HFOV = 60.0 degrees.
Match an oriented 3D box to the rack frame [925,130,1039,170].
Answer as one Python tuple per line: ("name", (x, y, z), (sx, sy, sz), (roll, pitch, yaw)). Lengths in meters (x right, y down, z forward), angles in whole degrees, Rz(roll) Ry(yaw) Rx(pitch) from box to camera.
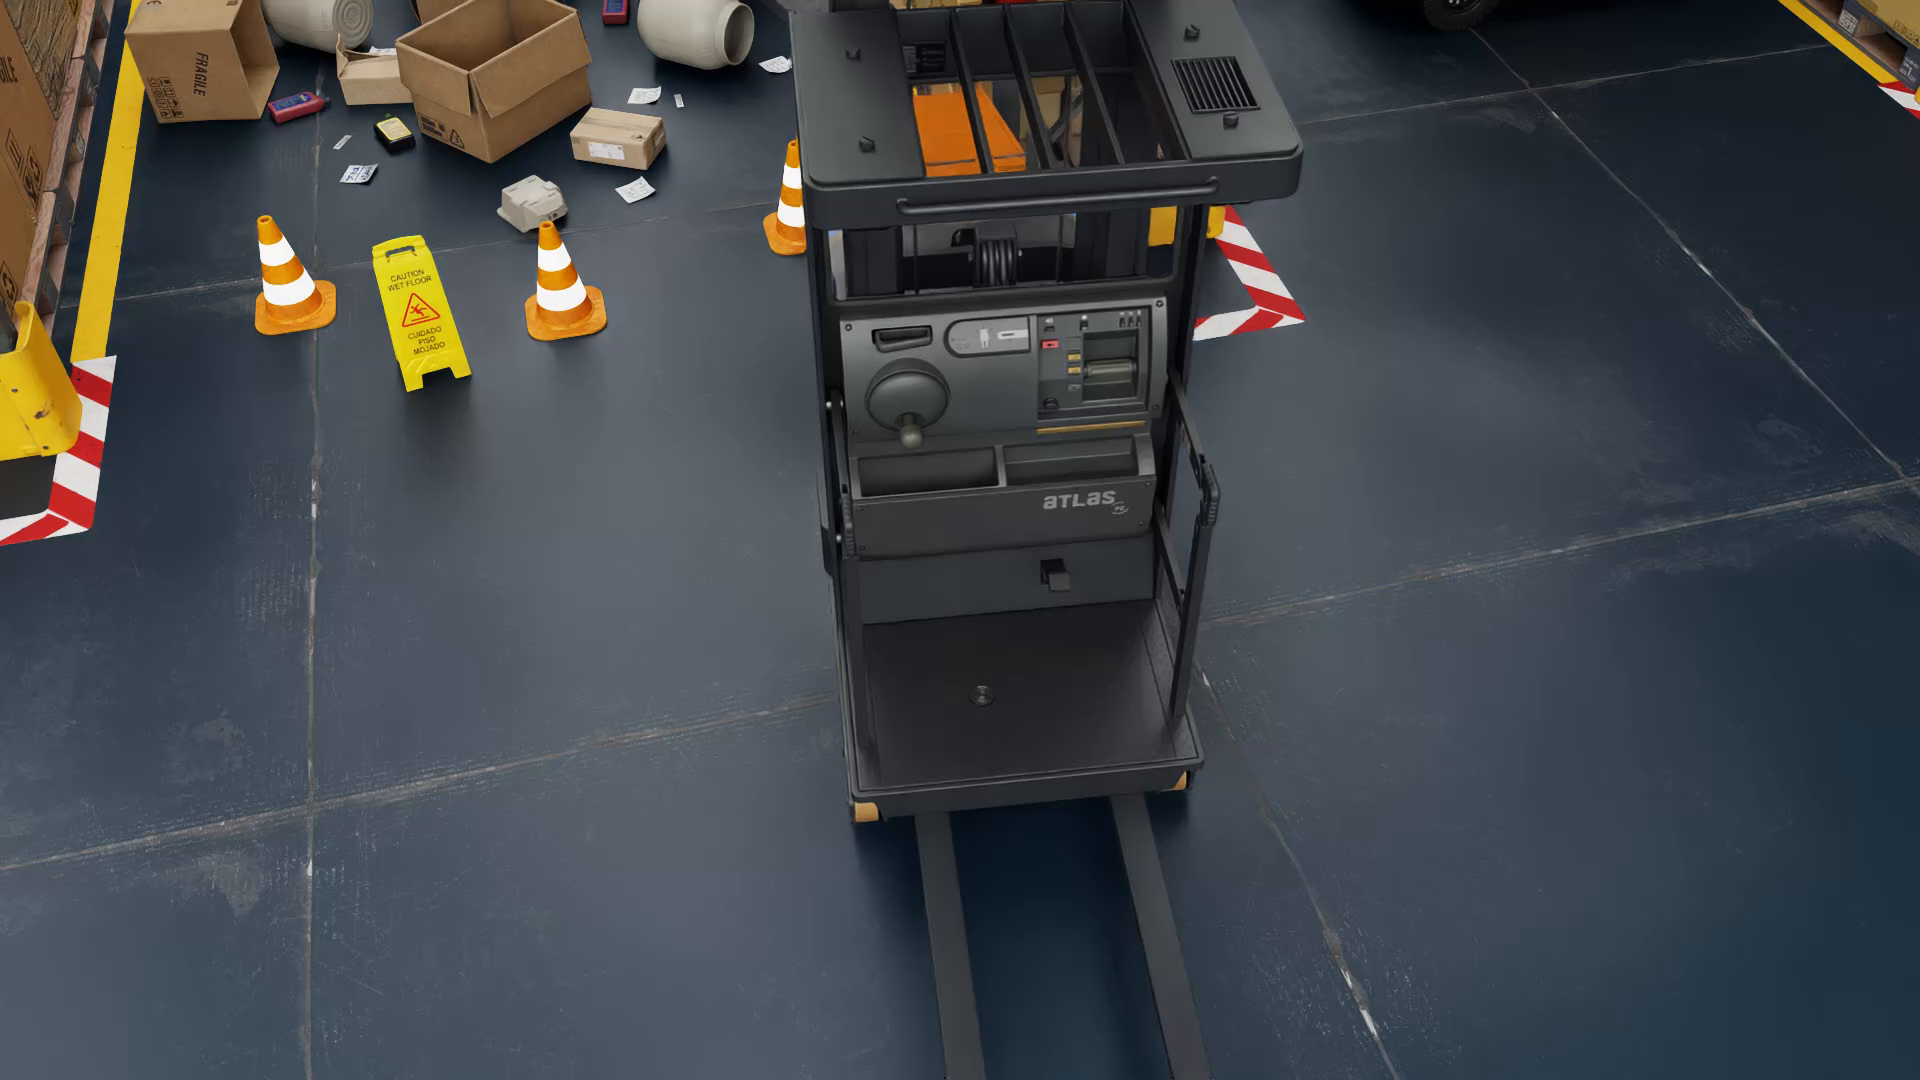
("rack frame", (0.048, -0.933, 6.109), (0.500, 1.125, 0.032), (-8, 33, -8))

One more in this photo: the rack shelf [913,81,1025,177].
("rack shelf", (-0.059, -1.447, 6.369), (0.538, 0.278, 1.000), (-8, 33, -8))

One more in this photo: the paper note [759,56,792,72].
("paper note", (-0.951, -2.478, 8.658), (0.142, 0.019, 0.148), (-26, 51, -24))

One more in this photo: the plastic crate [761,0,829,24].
("plastic crate", (-0.780, -2.912, 9.048), (0.402, 0.080, 0.583), (-26, 51, -24))

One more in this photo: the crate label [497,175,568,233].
("crate label", (-1.969, -1.559, 7.682), (0.250, 0.136, 0.298), (-35, 55, -30))

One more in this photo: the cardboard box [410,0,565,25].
("cardboard box", (-2.509, -2.974, 8.717), (0.797, 0.637, 0.503), (-11, 47, -10))

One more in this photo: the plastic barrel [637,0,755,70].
("plastic barrel", (-1.357, -2.654, 8.554), (0.512, 0.421, 0.421), (19, 48, 17))

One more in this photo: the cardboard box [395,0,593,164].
("cardboard box", (-2.262, -2.282, 8.134), (0.637, 0.503, 0.797), (27, 51, 24))

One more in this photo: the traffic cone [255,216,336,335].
("traffic cone", (-2.887, -1.170, 7.072), (0.336, 0.463, 0.334), (-11, 47, -10))

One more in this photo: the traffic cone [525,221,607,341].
("traffic cone", (-1.708, -1.141, 7.045), (0.336, 0.463, 0.334), (-11, 47, -10))

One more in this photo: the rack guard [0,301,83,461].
("rack guard", (-4.118, -0.540, 6.429), (1.175, 0.500, 0.348), (-11, 47, -10))

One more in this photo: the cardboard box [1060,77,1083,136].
("cardboard box", (0.696, -2.198, 7.935), (0.500, 0.250, 0.500), (-11, 47, -11))

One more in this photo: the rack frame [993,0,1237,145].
("rack frame", (0.635, -2.406, 6.508), (1.000, 3.000, 0.127), (-11, 47, -10))

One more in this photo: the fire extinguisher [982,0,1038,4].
("fire extinguisher", (0.219, -2.216, 6.375), (0.296, 0.674, 0.183), (-11, 47, -10))

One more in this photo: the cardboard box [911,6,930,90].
("cardboard box", (0.043, -2.459, 8.190), (0.500, 0.250, 0.500), (-11, 47, -10))

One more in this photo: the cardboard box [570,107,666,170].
("cardboard box", (-1.653, -1.943, 8.050), (0.380, 0.149, 0.250), (11, 47, 11))

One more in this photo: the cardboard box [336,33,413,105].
("cardboard box", (-2.928, -2.386, 8.402), (0.396, 0.266, 0.258), (-3, 46, -3))

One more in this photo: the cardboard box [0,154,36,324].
("cardboard box", (-4.362, -1.291, 6.608), (0.875, 0.875, 0.875), (-10, 47, -10))

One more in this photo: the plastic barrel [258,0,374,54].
("plastic barrel", (-3.375, -2.788, 8.686), (0.512, 0.421, 0.421), (19, 48, 17))

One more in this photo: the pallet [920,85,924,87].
("pallet", (0.133, -2.891, 8.935), (1.003, 0.211, 1.213), (-11, 47, -10))

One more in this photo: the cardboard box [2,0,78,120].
("cardboard box", (-4.820, -2.528, 7.820), (0.875, 0.875, 0.875), (-10, 46, -10))

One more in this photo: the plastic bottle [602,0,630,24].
("plastic bottle", (-1.872, -2.905, 9.054), (0.133, 0.061, 0.283), (-3, 46, -3))

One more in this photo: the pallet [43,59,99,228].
("pallet", (-4.713, -1.834, 7.899), (1.003, 0.211, 1.213), (-11, 47, -10))

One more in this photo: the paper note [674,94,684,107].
("paper note", (-1.424, -2.226, 8.425), (0.032, 0.001, 0.123), (-11, 47, -10))

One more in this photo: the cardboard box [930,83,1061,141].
("cardboard box", (0.162, -2.116, 7.855), (0.500, 0.250, 0.500), (-11, 47, -11))

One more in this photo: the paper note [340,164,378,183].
("paper note", (-2.874, -1.756, 7.950), (0.144, 0.017, 0.142), (4, 46, 4))

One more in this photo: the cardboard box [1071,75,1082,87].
("cardboard box", (0.689, -2.477, 7.683), (0.500, 0.500, 0.500), (-12, 47, -12))

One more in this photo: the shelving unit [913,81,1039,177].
("shelving unit", (-0.048, -1.202, 6.529), (0.538, 1.125, 1.048), (-8, 33, -8))

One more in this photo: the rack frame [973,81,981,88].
("rack frame", (-0.144, -1.471, 6.949), (0.500, 1.125, 0.032), (-8, 33, -8))

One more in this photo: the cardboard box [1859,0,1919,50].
("cardboard box", (5.007, -2.767, 8.493), (0.500, 0.250, 0.500), (-10, 46, -10))

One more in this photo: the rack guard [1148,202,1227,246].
("rack guard", (0.615, -1.584, 7.452), (1.175, 0.500, 0.348), (-11, 47, -10))

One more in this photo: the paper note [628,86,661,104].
("paper note", (-1.604, -2.265, 8.457), (0.148, 0.019, 0.142), (4, 46, 4))

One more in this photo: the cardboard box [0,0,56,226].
("cardboard box", (-4.589, -1.898, 7.203), (0.875, 0.875, 0.875), (-11, 47, -11))

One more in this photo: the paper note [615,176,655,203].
("paper note", (-1.531, -1.656, 7.851), (0.148, 0.019, 0.142), (-26, 51, -24))

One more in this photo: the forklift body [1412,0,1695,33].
("forklift body", (3.183, -3.995, 8.659), (2.313, 2.155, 1.214), (-11, 47, -10))

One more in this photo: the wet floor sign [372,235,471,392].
("wet floor sign", (-2.203, -0.949, 6.729), (0.267, 0.644, 0.232), (-18, 48, -17))

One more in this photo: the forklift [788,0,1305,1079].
("forklift", (0.157, -0.388, 4.578), (1.130, 2.935, 3.031), (-5, 46, -5))

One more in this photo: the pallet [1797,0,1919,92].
("pallet", (5.196, -2.861, 8.906), (1.003, 0.211, 1.213), (-11, 47, -10))

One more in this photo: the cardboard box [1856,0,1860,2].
("cardboard box", (4.888, -3.113, 8.831), (0.500, 0.250, 0.500), (-11, 47, -10))

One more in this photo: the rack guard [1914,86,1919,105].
("rack guard", (5.438, -2.425, 8.276), (1.175, 0.500, 0.348), (-11, 47, -10))

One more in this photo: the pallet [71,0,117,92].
("pallet", (-5.029, -2.678, 8.726), (1.003, 0.211, 1.213), (-11, 47, -10))

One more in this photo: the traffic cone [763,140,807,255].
("traffic cone", (-0.722, -1.579, 7.474), (0.336, 0.463, 0.334), (-11, 47, -10))

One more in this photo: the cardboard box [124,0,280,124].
("cardboard box", (-3.759, -2.435, 8.284), (0.500, 0.500, 0.500), (-3, 46, -3))

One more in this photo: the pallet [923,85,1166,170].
("pallet", (0.442, -2.050, 8.111), (1.003, 0.211, 1.213), (-11, 47, -10))

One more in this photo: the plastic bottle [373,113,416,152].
("plastic bottle", (-2.794, -2.009, 8.176), (0.133, 0.061, 0.283), (-26, 51, -24))

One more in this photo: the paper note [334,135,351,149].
("paper note", (-3.030, -1.952, 8.156), (0.032, 0.001, 0.123), (11, 47, 11))

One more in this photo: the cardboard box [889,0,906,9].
("cardboard box", (-0.096, -2.819, 8.544), (0.500, 0.250, 0.500), (-12, 47, -12))

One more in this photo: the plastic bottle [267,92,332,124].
("plastic bottle", (-3.312, -2.182, 8.345), (0.283, 0.061, 0.133), (-26, 51, -24))

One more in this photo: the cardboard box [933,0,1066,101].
("cardboard box", (0.178, -2.359, 7.567), (0.500, 0.500, 0.500), (-10, 46, -10))

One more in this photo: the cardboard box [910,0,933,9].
("cardboard box", (0.041, -2.718, 7.920), (0.500, 0.500, 0.500), (-9, 46, -9))

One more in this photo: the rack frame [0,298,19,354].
("rack frame", (-4.124, -1.431, 5.552), (1.000, 3.000, 0.127), (-11, 47, -10))

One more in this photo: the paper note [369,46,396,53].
("paper note", (-3.032, -2.548, 8.731), (0.172, 0.023, 0.155), (4, 46, 4))

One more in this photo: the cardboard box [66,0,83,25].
("cardboard box", (-5.055, -3.149, 8.430), (0.875, 0.875, 0.875), (-10, 46, -10))

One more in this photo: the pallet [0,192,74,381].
("pallet", (-4.405, -0.993, 7.075), (1.003, 0.211, 1.213), (-11, 47, -10))
